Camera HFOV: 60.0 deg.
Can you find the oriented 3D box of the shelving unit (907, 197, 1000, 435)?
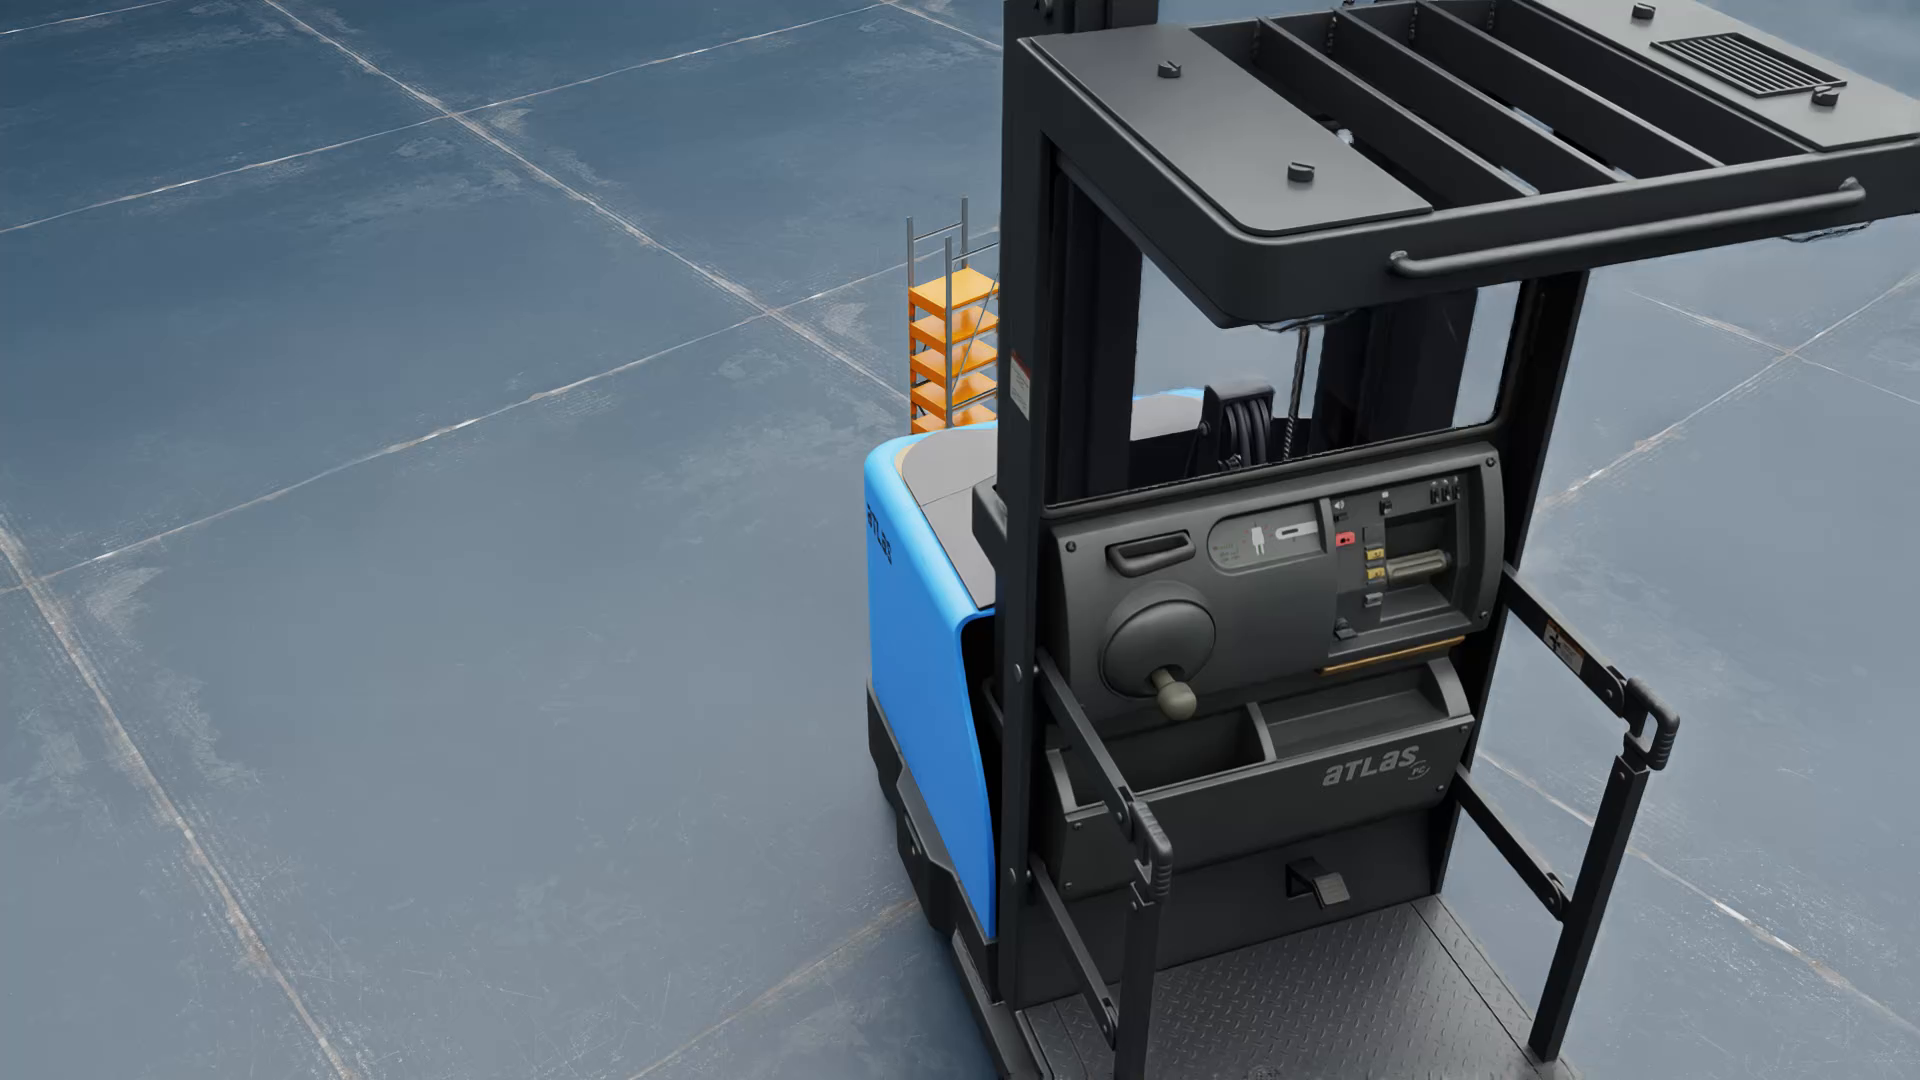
[{"bbox_3d":[-0.009,-0.496,5.412,0.258,1.200,0.189,-26,43,-32],"label":"shelving unit"}]

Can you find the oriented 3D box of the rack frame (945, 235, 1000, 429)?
[{"bbox_3d":[0.050,-0.456,5.355,0.240,1.200,0.006,-26,43,-32],"label":"rack frame"}]

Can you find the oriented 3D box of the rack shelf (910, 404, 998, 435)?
[{"bbox_3d":[-0.009,-0.362,5.507,0.258,0.103,0.180,-26,43,-32],"label":"rack shelf"}]

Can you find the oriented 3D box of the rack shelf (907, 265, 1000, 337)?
[{"bbox_3d":[-0.009,-0.754,5.230,0.258,0.103,0.180,-26,43,-32],"label":"rack shelf"}]

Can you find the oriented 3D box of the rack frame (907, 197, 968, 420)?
[{"bbox_3d":[-0.068,-0.536,5.469,0.240,1.200,0.006,-26,43,-32],"label":"rack frame"}]

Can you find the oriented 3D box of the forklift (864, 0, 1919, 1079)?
[{"bbox_3d":[0.697,0.145,3.009,1.130,2.935,3.031,-11,37,-15],"label":"forklift"}]

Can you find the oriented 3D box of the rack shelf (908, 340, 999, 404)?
[{"bbox_3d":[-0.009,-0.558,5.369,0.258,0.103,0.180,-26,43,-32],"label":"rack shelf"}]

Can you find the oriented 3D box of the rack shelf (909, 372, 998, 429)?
[{"bbox_3d":[-0.009,-0.460,5.438,0.258,0.103,0.180,-26,43,-32],"label":"rack shelf"}]

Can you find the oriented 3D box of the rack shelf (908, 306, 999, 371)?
[{"bbox_3d":[-0.009,-0.656,5.299,0.258,0.103,0.180,-26,43,-32],"label":"rack shelf"}]
